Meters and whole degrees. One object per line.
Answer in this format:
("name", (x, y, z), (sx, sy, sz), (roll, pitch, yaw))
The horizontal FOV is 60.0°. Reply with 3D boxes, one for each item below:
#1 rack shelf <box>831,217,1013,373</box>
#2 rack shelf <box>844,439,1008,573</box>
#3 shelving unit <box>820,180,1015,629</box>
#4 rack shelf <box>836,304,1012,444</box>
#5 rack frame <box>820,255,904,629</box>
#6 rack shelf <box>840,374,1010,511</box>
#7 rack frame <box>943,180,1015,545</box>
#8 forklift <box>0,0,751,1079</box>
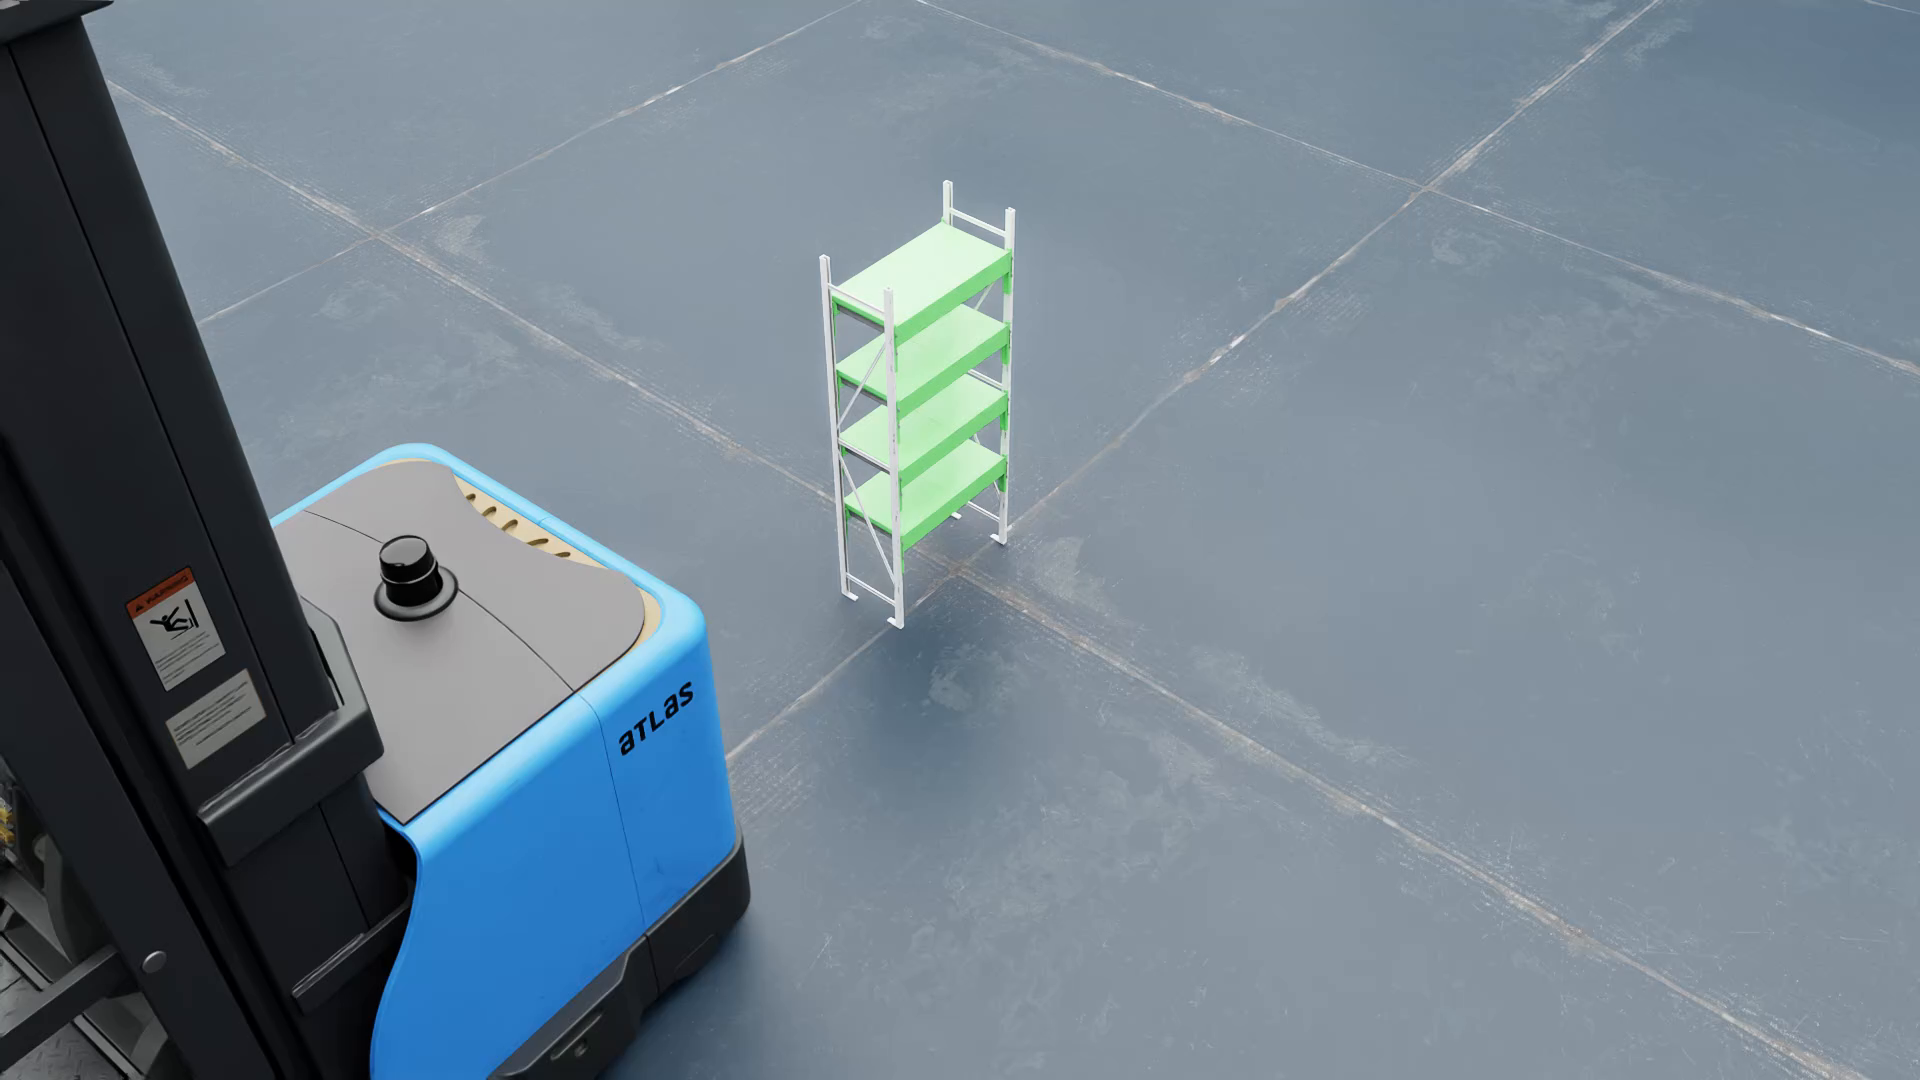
("rack shelf", (-0.107, -0.667, 4.473), (0.258, 0.148, 0.480), (29, 50, 28))
("rack shelf", (-0.107, -0.134, 4.957), (0.258, 0.148, 0.480), (29, 50, 28))
("shelving unit", (-0.107, -0.359, 4.753), (0.258, 1.200, 0.503), (29, 50, 28))
("rack shelf", (-0.107, -0.489, 4.634), (0.258, 0.148, 0.480), (29, 50, 28))
("rack frame", (-0.264, -0.233, 4.614), (0.240, 1.200, 0.015), (29, 50, 28))
("rack shelf", (-0.107, -0.311, 4.796), (0.258, 0.148, 0.480), (29, 50, 28))
("rack frame", (0.050, -0.484, 4.891), (0.240, 1.200, 0.015), (29, 50, 28))
("forklift", (-1.826, 0.436, 2.592), (1.130, 2.935, 3.031), (28, 49, 27))
